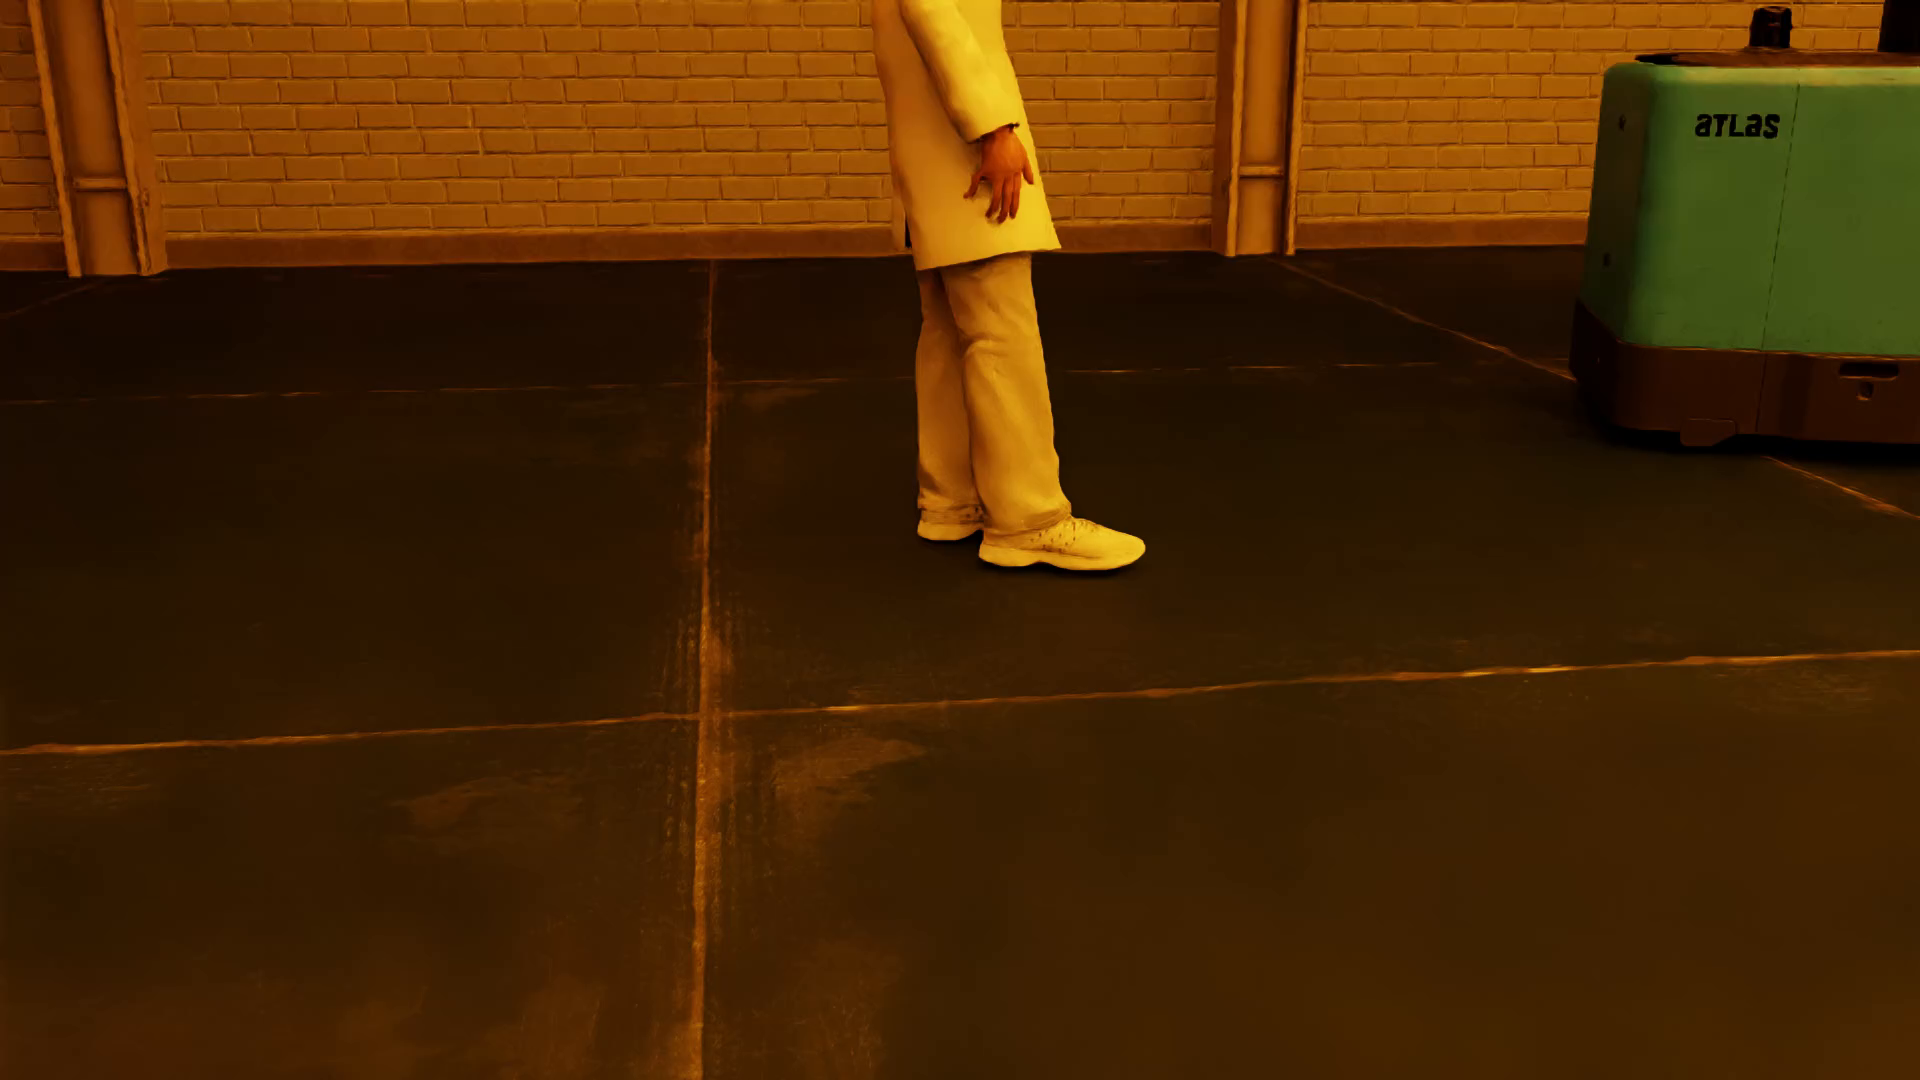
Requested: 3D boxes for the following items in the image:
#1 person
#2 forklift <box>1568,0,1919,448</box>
[{"bbox_3d":[0.091,-0.860,3.715,0.579,1.776,0.694,-2,17,-8],"label":"person"},{"bbox_3d":[3.465,-1.710,4.561,3.031,2.935,1.130,4,17,11],"label":"forklift"}]
